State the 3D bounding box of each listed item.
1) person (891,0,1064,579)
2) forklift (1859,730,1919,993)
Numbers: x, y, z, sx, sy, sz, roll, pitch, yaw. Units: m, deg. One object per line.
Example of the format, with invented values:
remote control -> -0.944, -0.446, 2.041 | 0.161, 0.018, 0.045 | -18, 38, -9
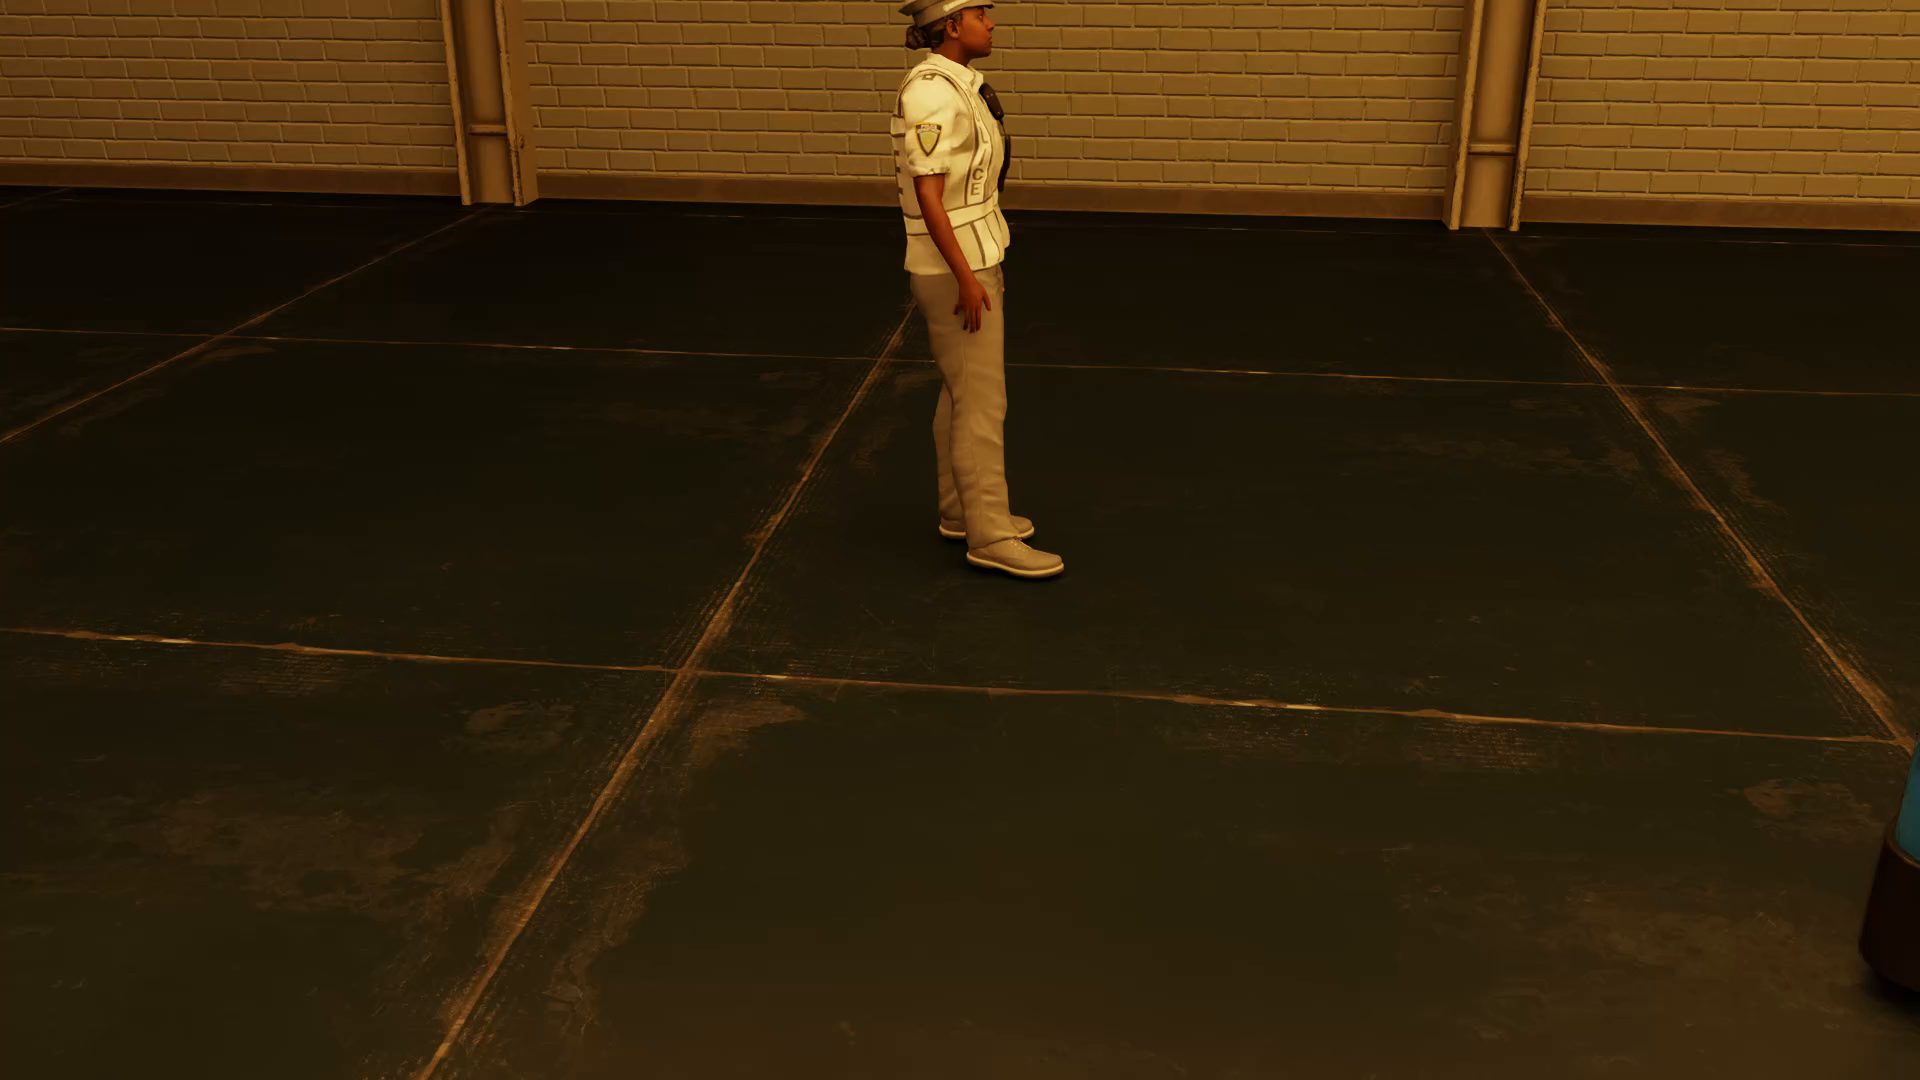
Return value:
person -> 0.072, -0.782, 4.831 | 0.528, 1.695, 0.569 | 3, 22, 7
forklift -> 3.090, -0.275, 1.935 | 3.031, 2.935, 1.130 | 19, 29, 39
